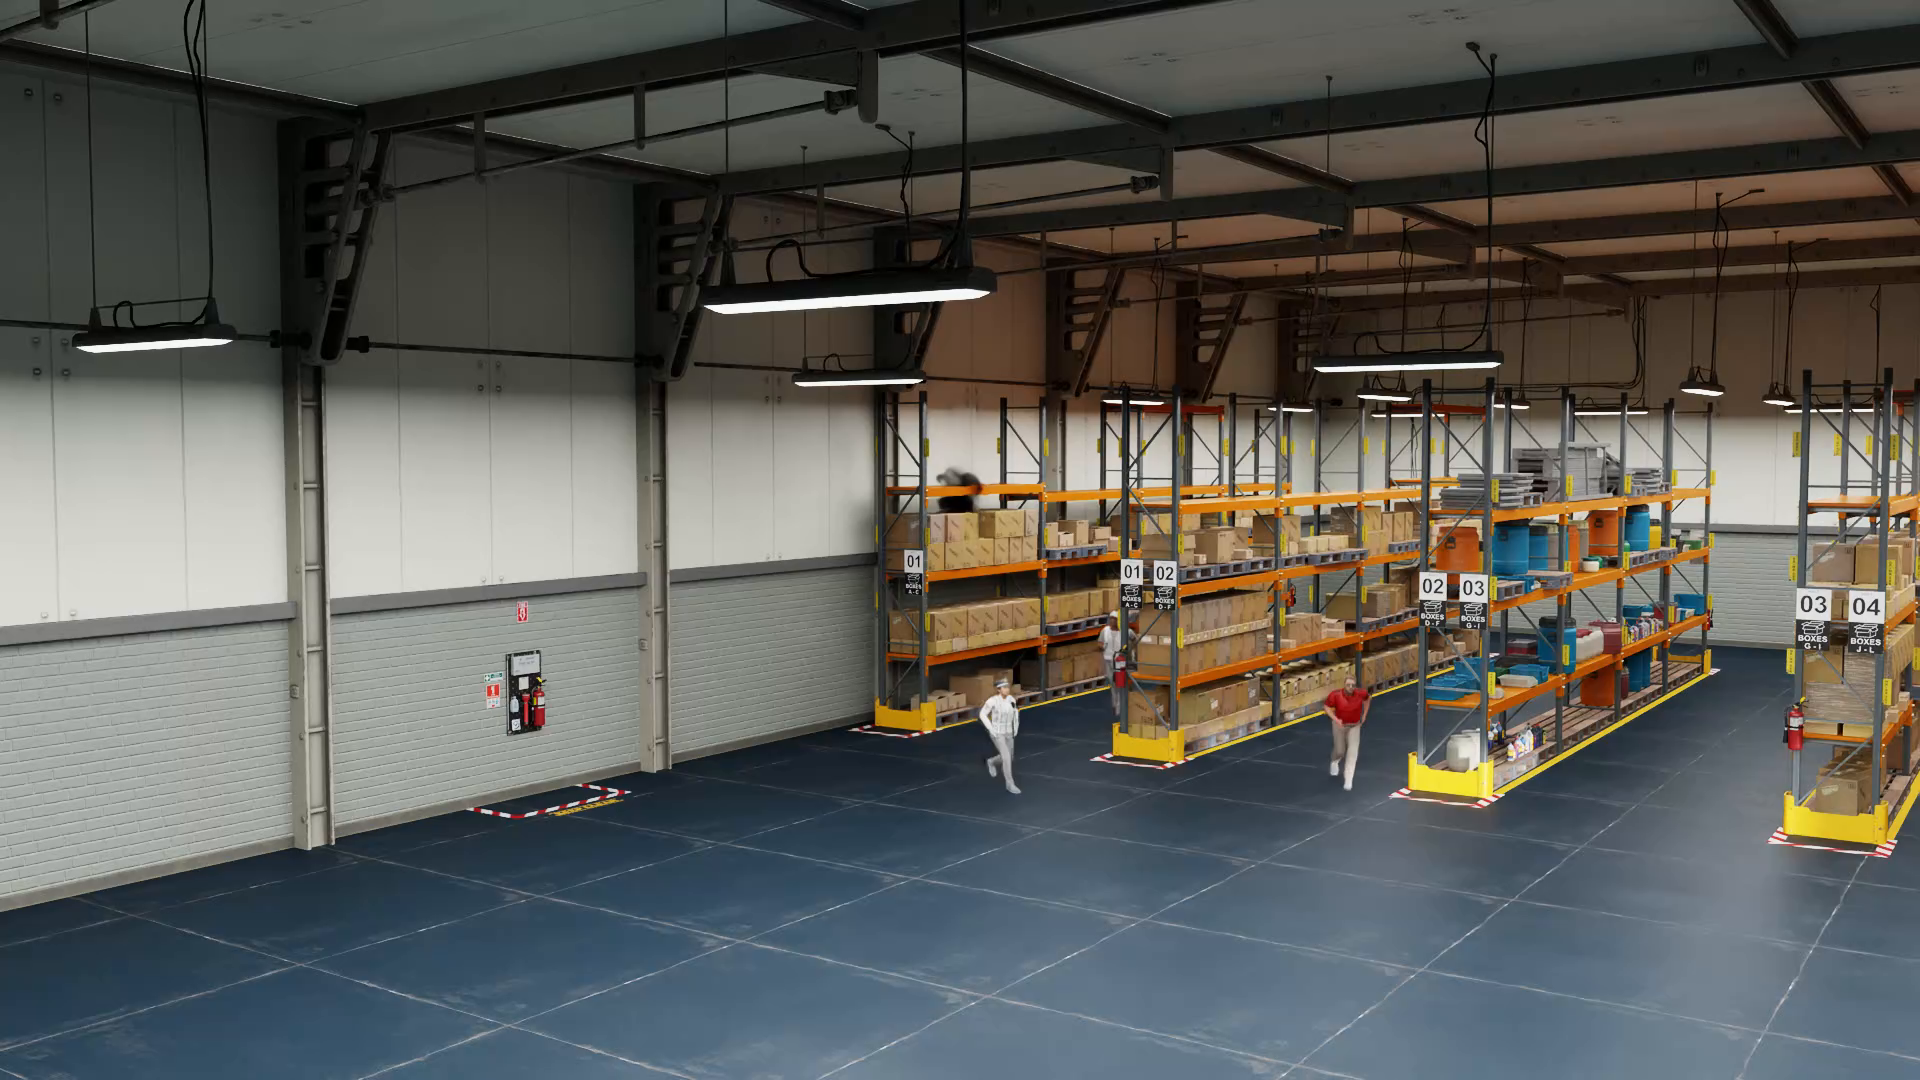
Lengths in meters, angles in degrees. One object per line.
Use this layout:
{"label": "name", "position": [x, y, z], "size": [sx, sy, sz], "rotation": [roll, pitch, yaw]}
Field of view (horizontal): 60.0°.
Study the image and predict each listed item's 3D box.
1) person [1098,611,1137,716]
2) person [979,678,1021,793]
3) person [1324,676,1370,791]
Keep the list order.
{"label": "person", "position": [2.777, 2.204, 29.756], "size": [0.656, 1.866, 0.713], "rotation": [1, 3, 25]}
{"label": "person", "position": [0.587, 2.833, 24.340], "size": [0.643, 1.677, 0.757], "rotation": [-2, 4, -33]}
{"label": "person", "position": [5.737, 2.823, 24.760], "size": [0.694, 1.697, 1.027], "rotation": [0, 3, 0]}
